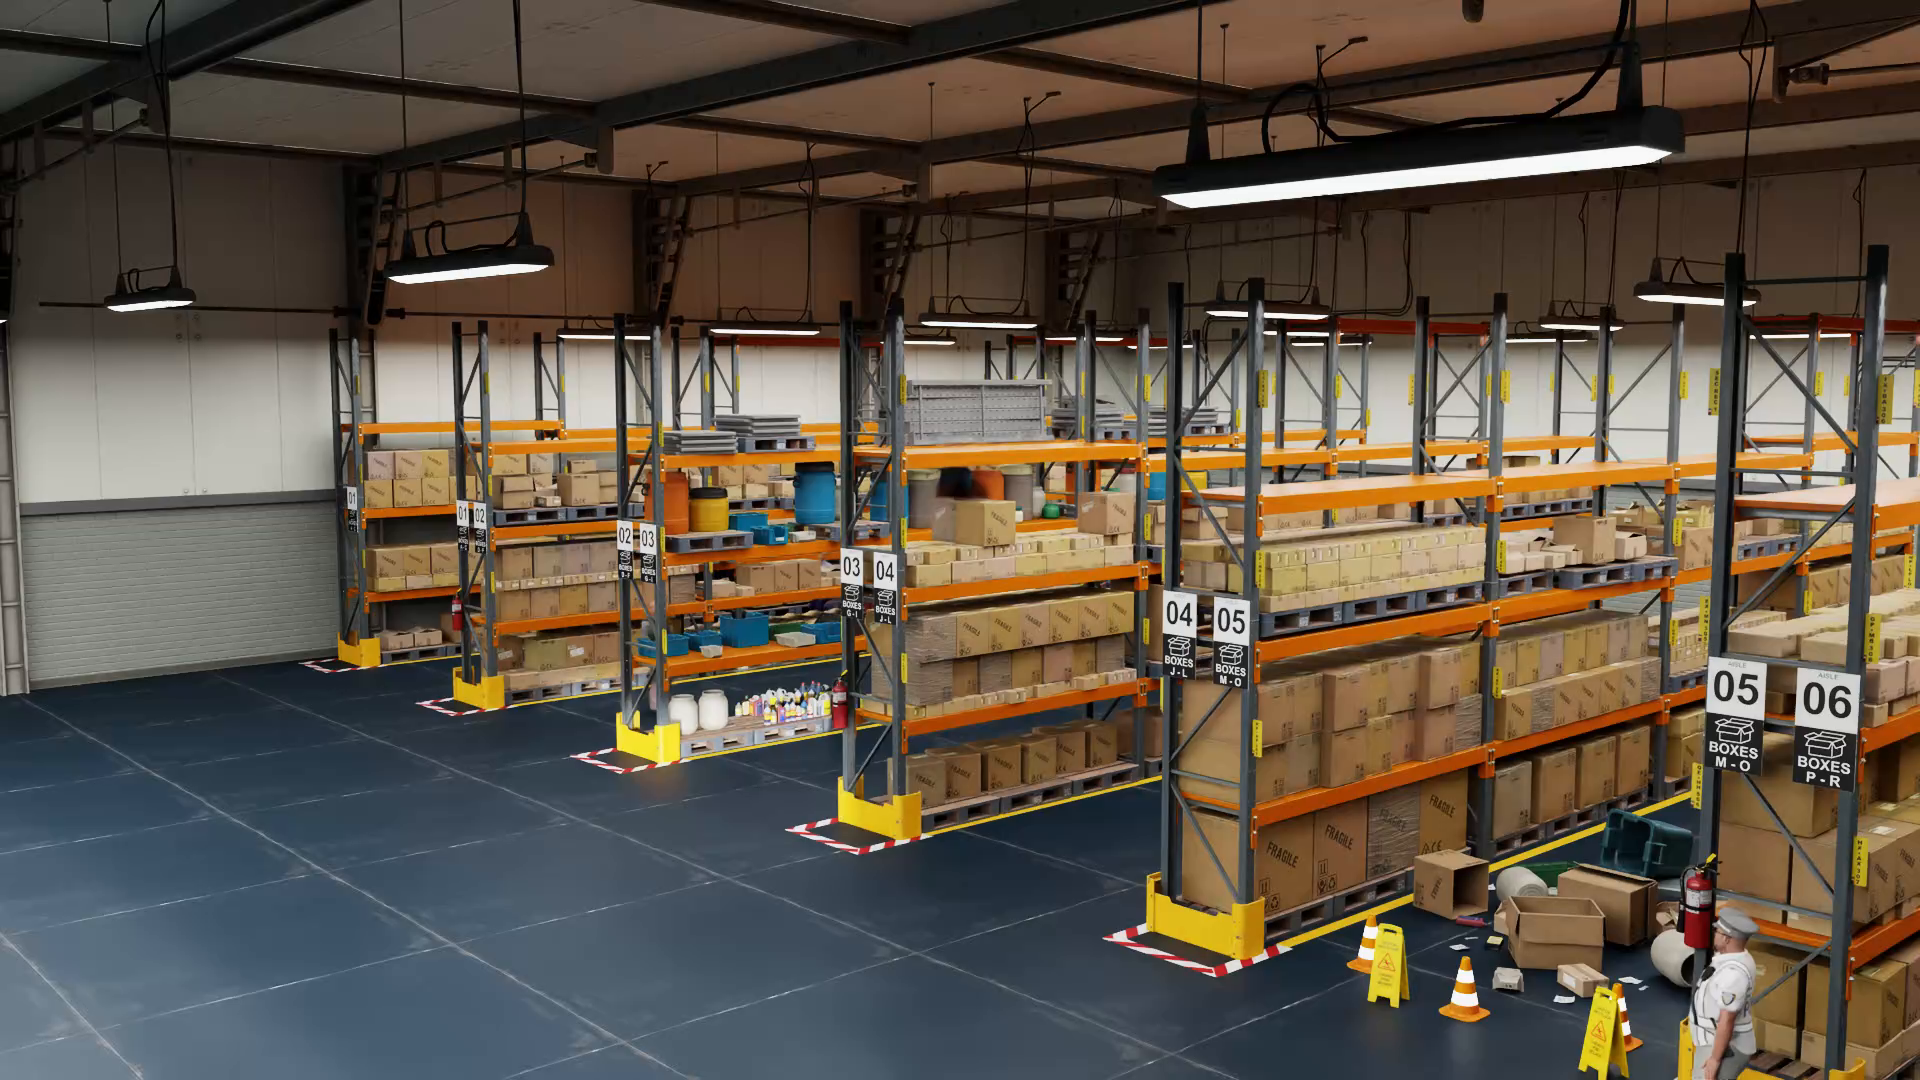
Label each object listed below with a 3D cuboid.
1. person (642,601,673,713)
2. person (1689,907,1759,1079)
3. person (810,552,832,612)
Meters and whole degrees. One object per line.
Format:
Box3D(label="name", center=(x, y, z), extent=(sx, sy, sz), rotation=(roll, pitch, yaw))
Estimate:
Box3D(label="person", center=(-4.614, 1.798, 25.478), extent=(0.419, 1.741, 0.562), rotation=(3, 6, 26))
Box3D(label="person", center=(4.882, 3.225, 10.617), extent=(0.567, 1.772, 0.528), rotation=(2, 6, 17))
Box3D(label="person", center=(-2.797, 0.990, 33.995), extent=(0.665, 1.615, 0.460), rotation=(-6, 8, -45))
